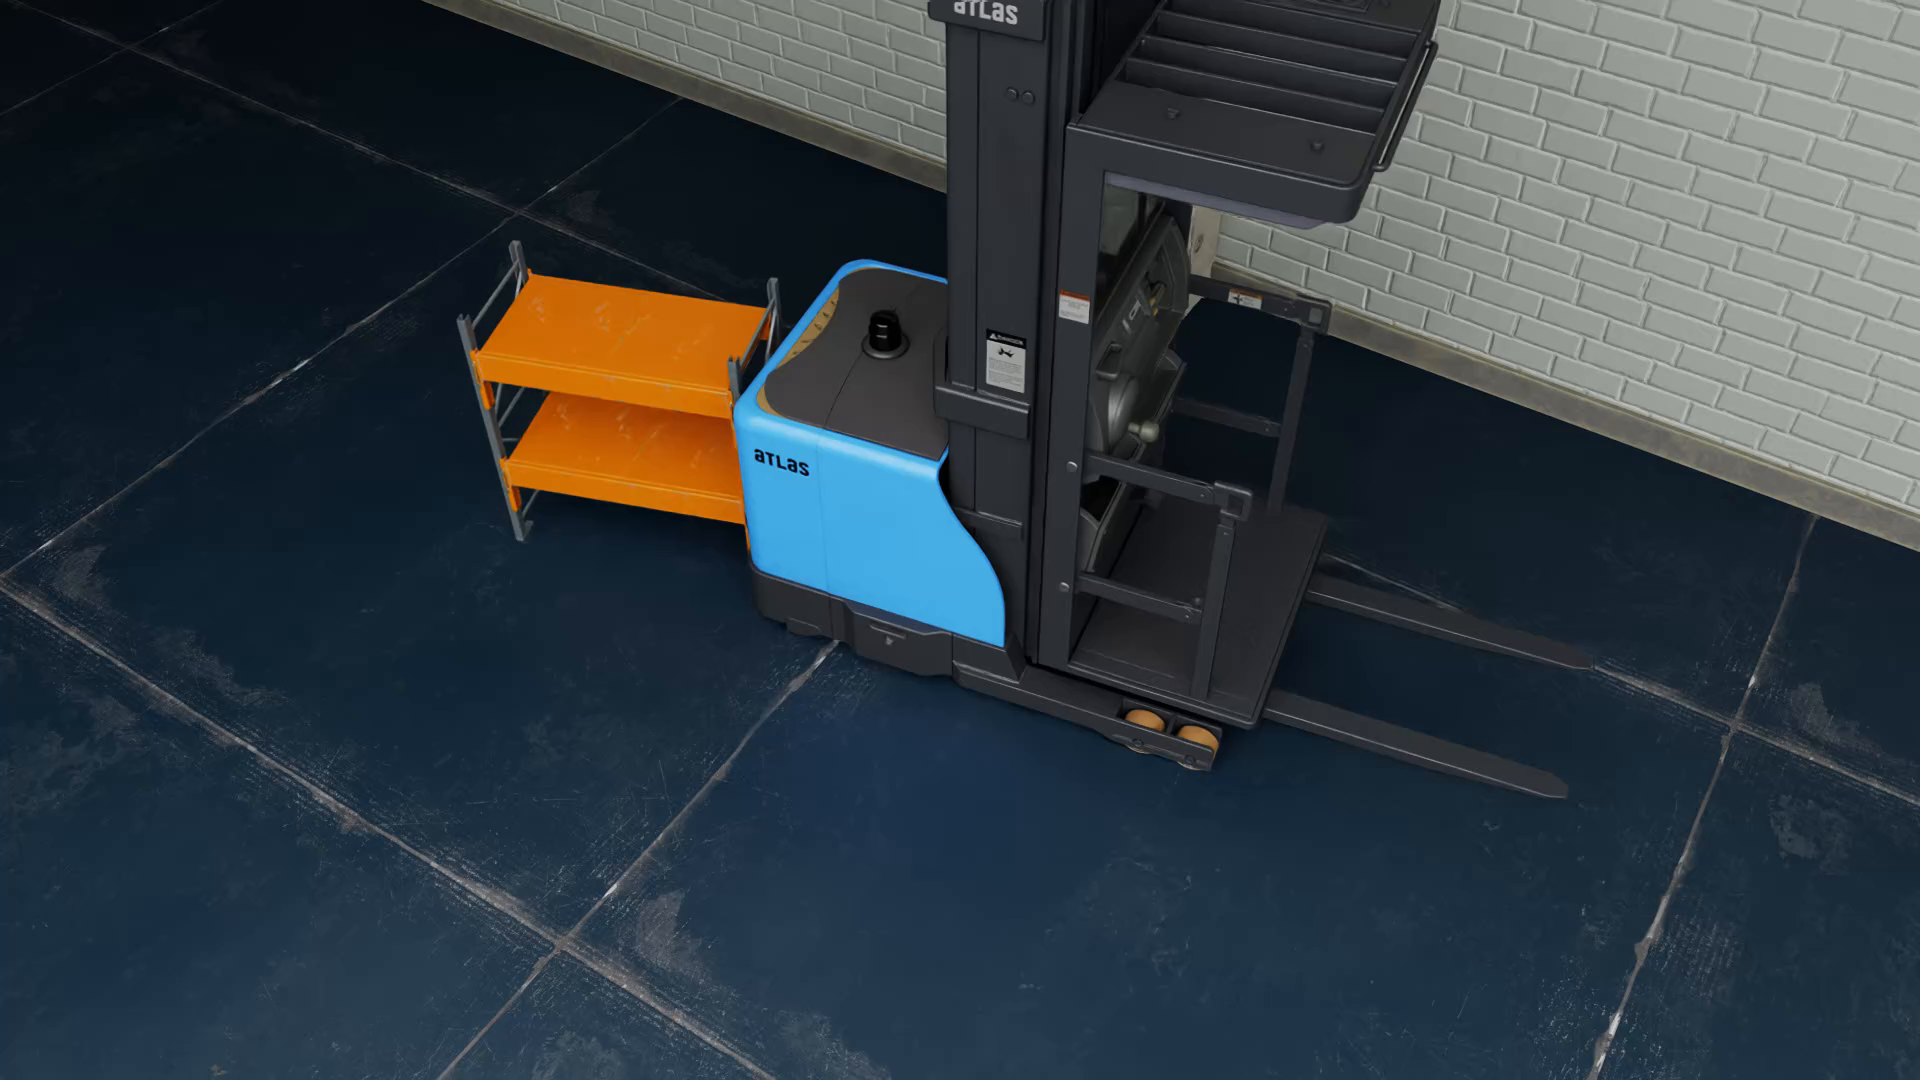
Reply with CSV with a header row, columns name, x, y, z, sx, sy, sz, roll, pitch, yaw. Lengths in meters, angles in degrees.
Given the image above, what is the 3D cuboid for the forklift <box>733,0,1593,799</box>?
name,x,y,z,sx,sy,sz,roll,pitch,yaw
forklift,0.769,-0.634,5.323,3.031,2.935,1.130,17,48,15

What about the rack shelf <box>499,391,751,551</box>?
name,x,y,z,sx,sy,sz,roll,pitch,yaw
rack shelf,-1.235,-0.312,6.609,1.000,0.278,0.538,10,47,9

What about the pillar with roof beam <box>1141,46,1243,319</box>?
name,x,y,z,sx,sy,sz,roll,pitch,yaw
pillar with roof beam,-1.375,-1.732,2.158,0.400,9.000,9.100,25,51,22

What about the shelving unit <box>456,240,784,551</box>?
name,x,y,z,sx,sy,sz,roll,pitch,yaw
shelving unit,-1.235,-0.482,6.434,1.048,1.125,0.538,10,47,9

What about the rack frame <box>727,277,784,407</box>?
name,x,y,z,sx,sy,sz,roll,pitch,yaw
rack frame,-0.740,-0.399,6.353,0.032,1.125,0.500,10,47,9

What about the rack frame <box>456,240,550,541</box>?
name,x,y,z,sx,sy,sz,roll,pitch,yaw
rack frame,-1.730,-0.565,6.515,0.032,1.125,0.500,10,47,9

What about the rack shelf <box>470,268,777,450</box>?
name,x,y,z,sx,sy,sz,roll,pitch,yaw
rack shelf,-1.235,-0.686,6.224,1.000,0.278,0.538,10,47,9
